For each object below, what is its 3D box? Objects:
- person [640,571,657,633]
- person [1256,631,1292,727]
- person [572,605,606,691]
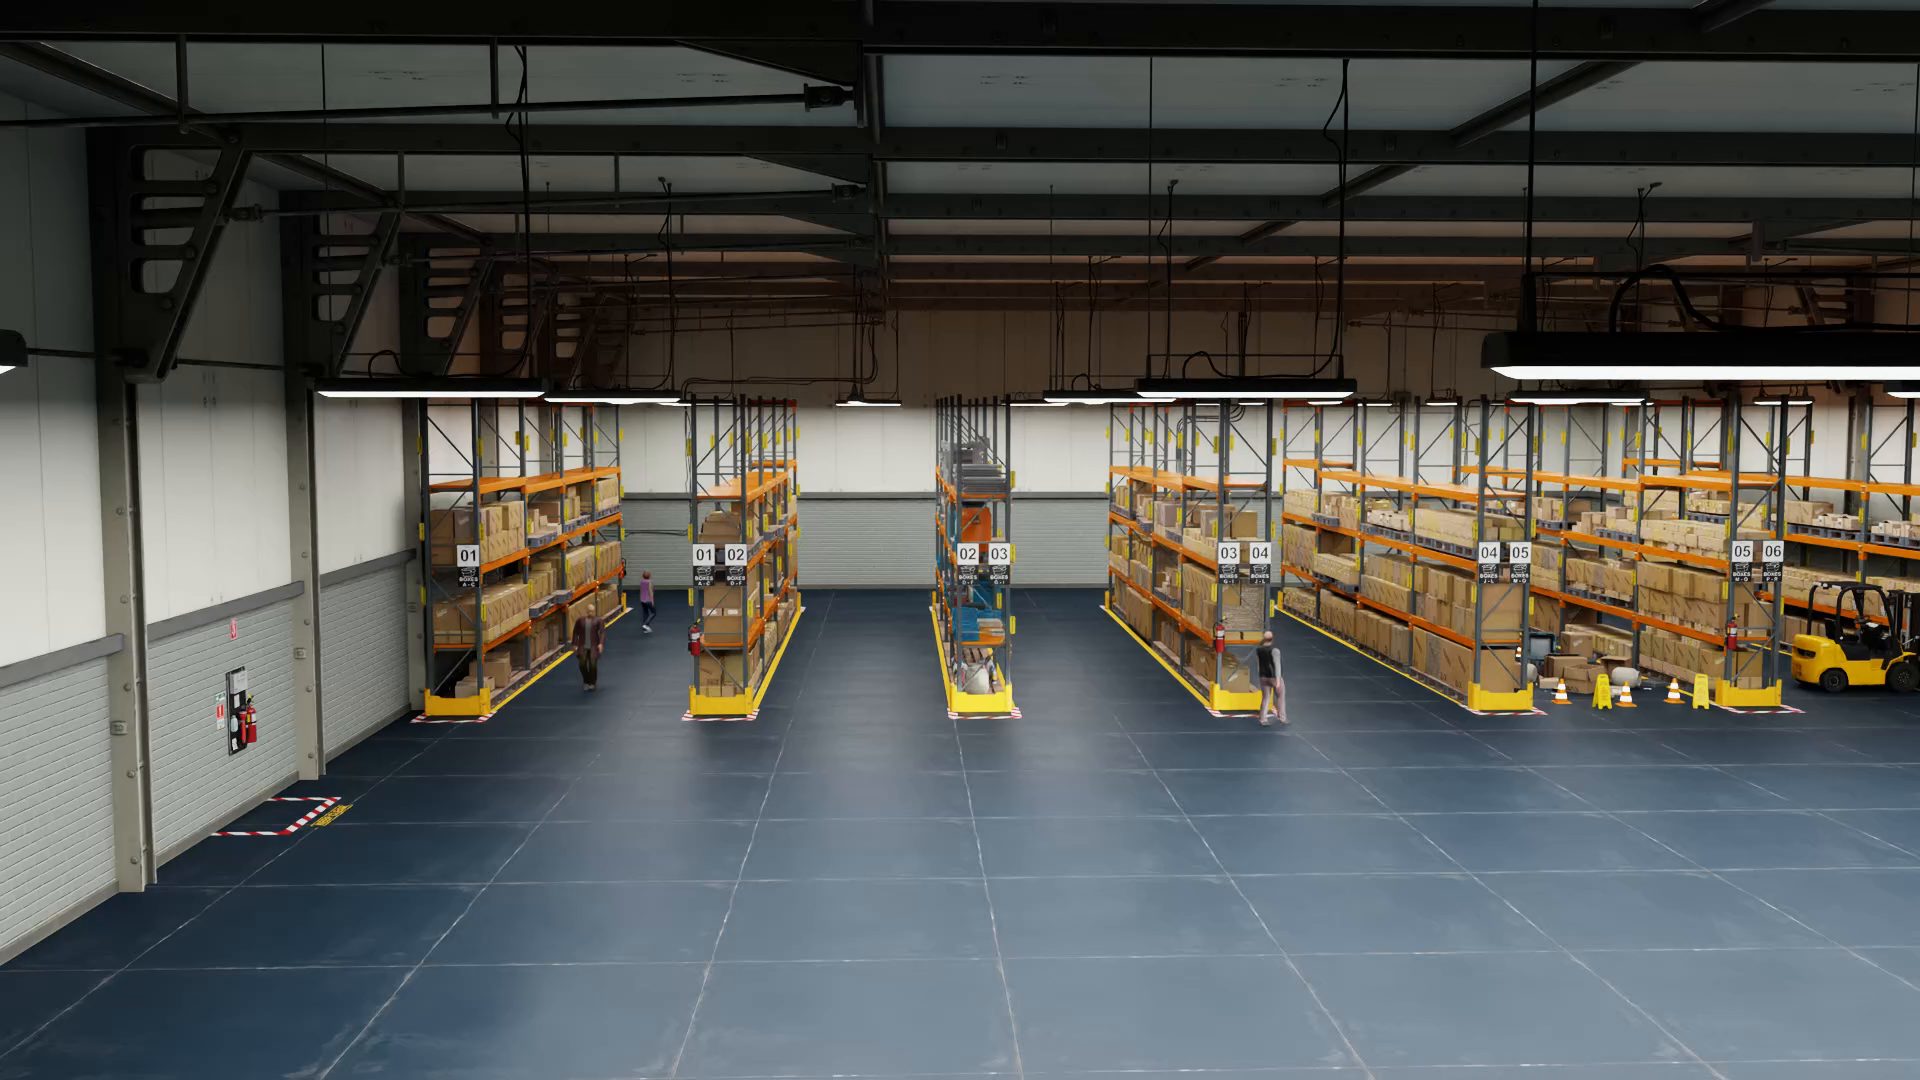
[{"bbox_3d":[-8.026,1.585,42.482,0.453,1.598,0.435,3,6,36],"label":"person"},{"bbox_3d":[5.658,2.503,30.110,0.556,1.732,0.664,4,6,42],"label":"person"},{"bbox_3d":[-7.578,2.215,33.895,0.704,1.799,0.527,0,5,-6],"label":"person"}]
